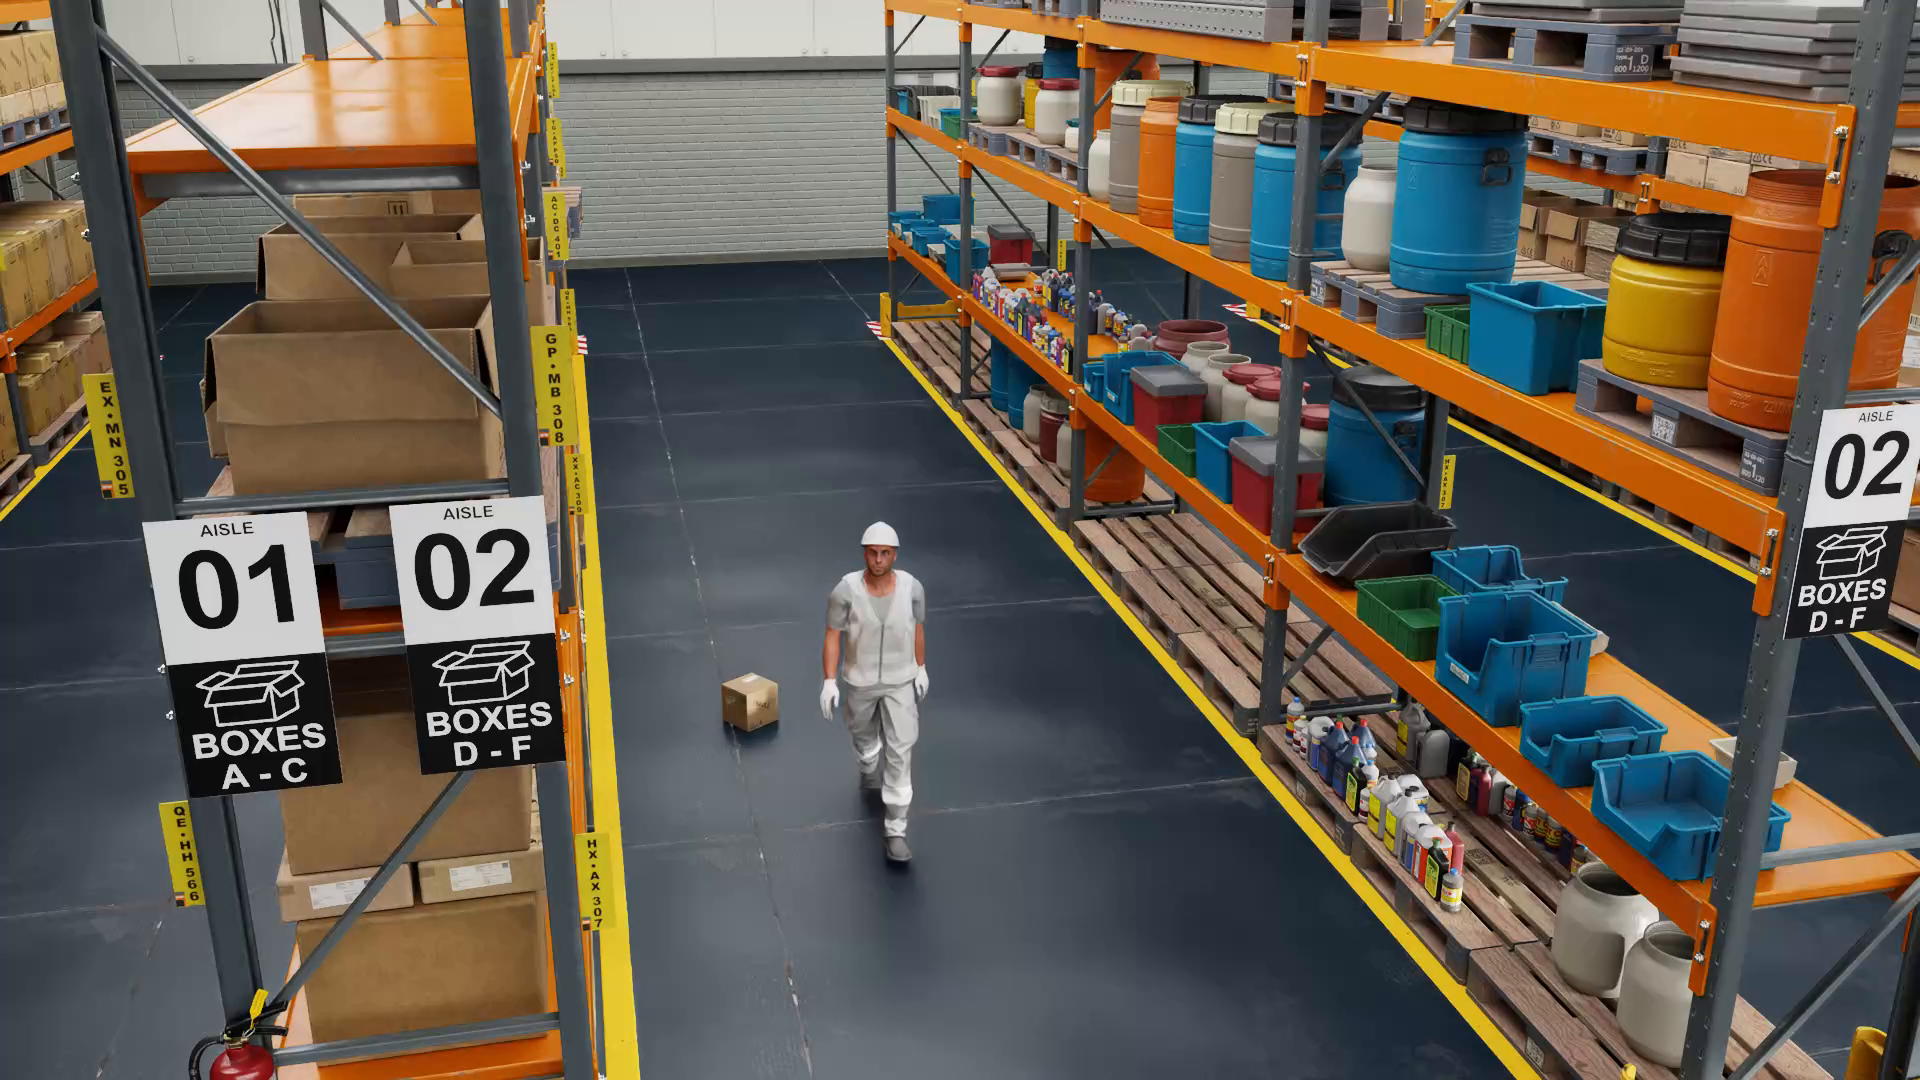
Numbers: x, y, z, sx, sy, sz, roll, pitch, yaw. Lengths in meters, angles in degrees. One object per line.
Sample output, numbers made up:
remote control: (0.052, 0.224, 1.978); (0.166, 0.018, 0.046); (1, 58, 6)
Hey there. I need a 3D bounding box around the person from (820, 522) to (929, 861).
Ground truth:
person: (-0.454, 0.752, 8.911); (0.598, 1.749, 1.046); (-2, 19, -5)
